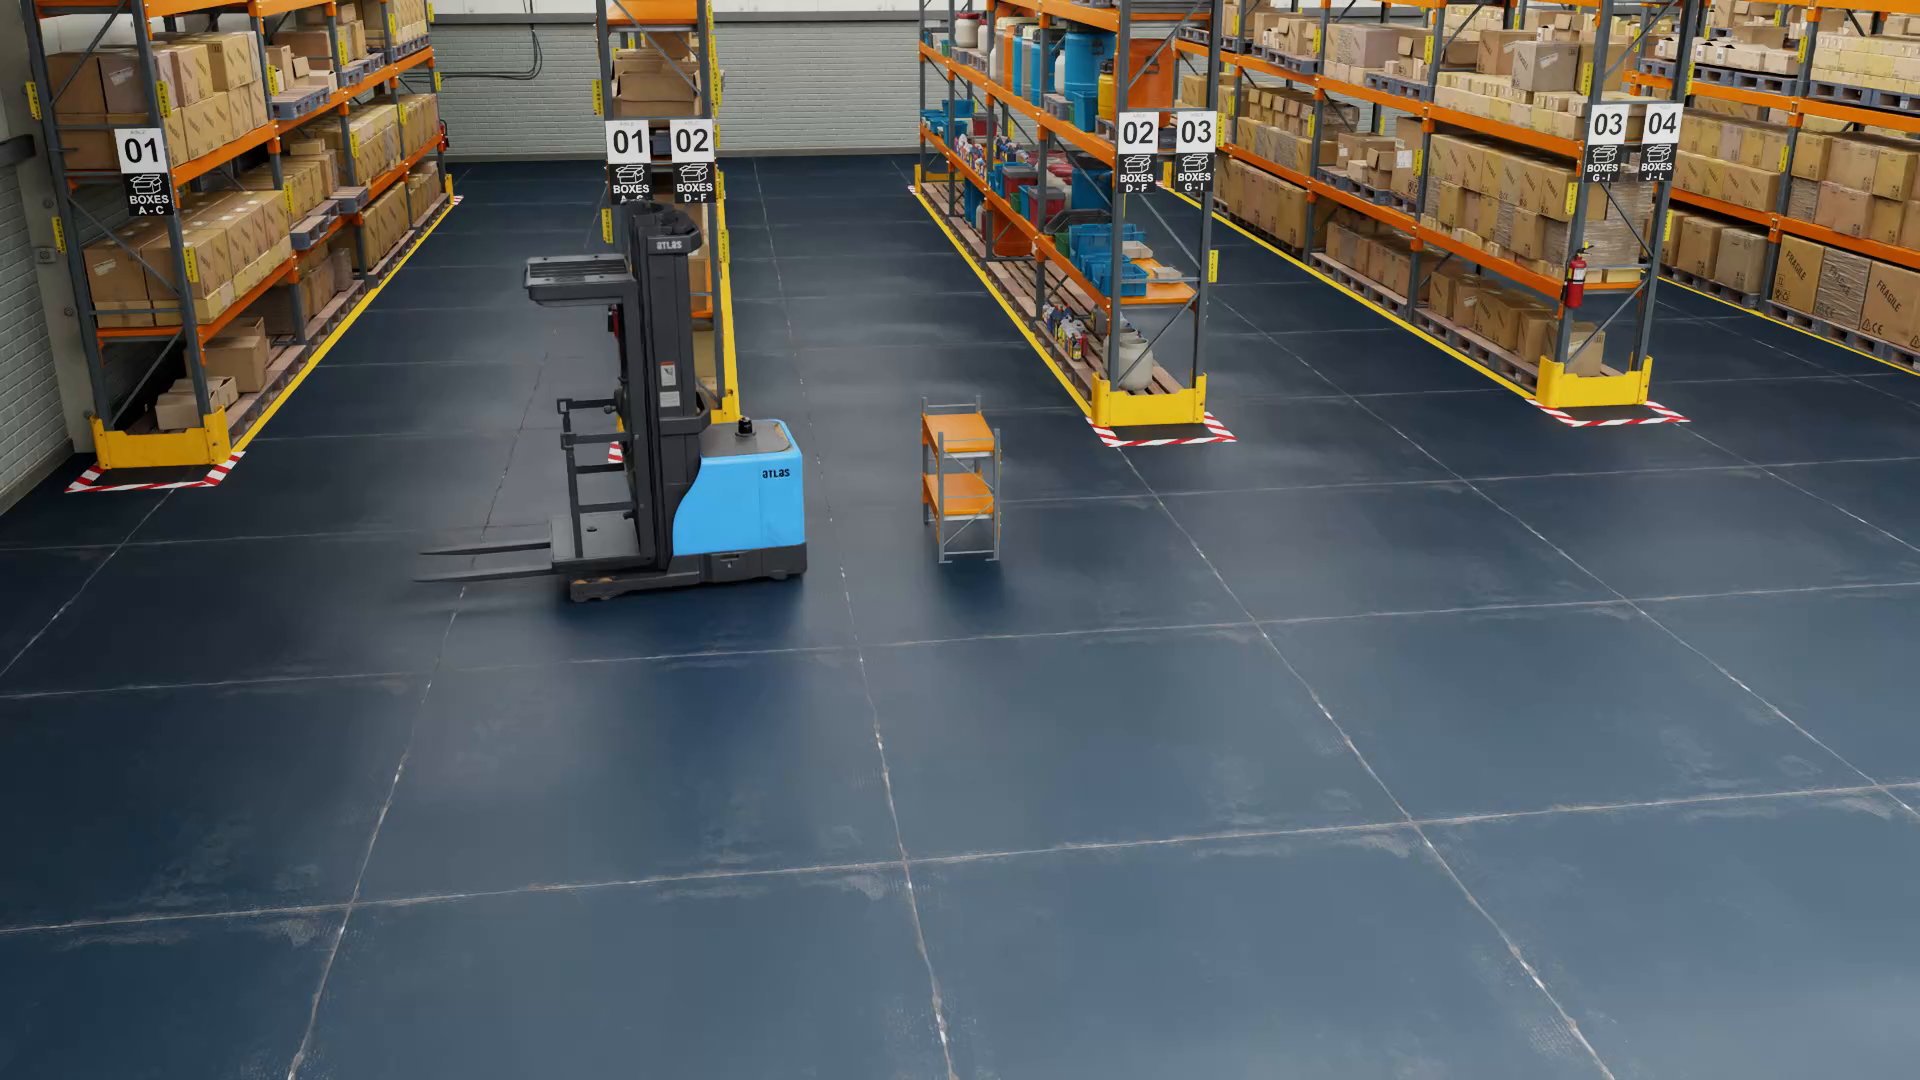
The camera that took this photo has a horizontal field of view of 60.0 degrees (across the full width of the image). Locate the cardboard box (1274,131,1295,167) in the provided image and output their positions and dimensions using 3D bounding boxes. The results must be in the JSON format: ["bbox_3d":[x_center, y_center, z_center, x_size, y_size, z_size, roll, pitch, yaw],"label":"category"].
[{"bbox_3d":[5.330,-6.227,26.458,0.500,0.500,0.500,-4,21,-10],"label":"cardboard box"}]

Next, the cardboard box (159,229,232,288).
[{"bbox_3d":[-7.594,-2.792,16.519,0.500,0.500,0.500,-3,21,-8],"label":"cardboard box"}]

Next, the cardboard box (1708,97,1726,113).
[{"bbox_3d":[14.534,-8.100,31.472,0.500,0.500,0.500,-3,21,-9],"label":"cardboard box"}]

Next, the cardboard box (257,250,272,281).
[{"bbox_3d":[-7.818,-2.979,18.090,0.500,0.250,0.500,-3,21,-8],"label":"cardboard box"}]

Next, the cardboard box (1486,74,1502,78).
[{"bbox_3d":[6.648,-5.611,20.309,0.380,0.149,0.250,-3,21,-7],"label":"cardboard box"}]

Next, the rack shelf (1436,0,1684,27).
[{"bbox_3d":[6.655,-6.064,18.622,1.077,0.370,4.000,-3,21,-8],"label":"rack shelf"}]

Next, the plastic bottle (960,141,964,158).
[{"bbox_3d":[0.045,-6.396,27.238,0.097,0.271,0.097,0,20,0],"label":"plastic bottle"}]

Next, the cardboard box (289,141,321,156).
[{"bbox_3d":[-8.774,-5.248,22.281,0.380,0.149,0.250,-6,21,-17],"label":"cardboard box"}]

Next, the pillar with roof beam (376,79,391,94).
[{"bbox_3d":[-7.053,-11.608,32.435,9.100,9.000,0.400,-3,21,-8],"label":"pillar with roof beam"}]

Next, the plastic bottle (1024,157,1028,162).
[{"bbox_3d":[1.030,-5.724,25.438,0.097,0.271,0.097,0,20,0],"label":"plastic bottle"}]

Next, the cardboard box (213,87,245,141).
[{"bbox_3d":[-7.843,-4.468,17.433,0.500,0.500,0.500,-4,21,-10],"label":"cardboard box"}]

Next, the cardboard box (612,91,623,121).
[{"bbox_3d":[-3.287,-4.384,16.793,0.500,0.250,0.500,-3,21,-8],"label":"cardboard box"}]

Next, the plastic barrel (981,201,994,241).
[{"bbox_3d":[0.639,-5.046,26.285,0.600,0.588,0.708,-3,21,-8],"label":"plastic barrel"}]

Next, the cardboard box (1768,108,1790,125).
[{"bbox_3d":[14.805,-7.551,29.647,0.500,0.250,0.500,-4,21,-9],"label":"cardboard box"}]

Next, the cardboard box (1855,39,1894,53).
[{"bbox_3d":[11.117,-5.997,20.175,0.380,0.149,0.250,-3,21,-9],"label":"cardboard box"}]

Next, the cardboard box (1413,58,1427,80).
[{"bbox_3d":[6.132,-6.144,21.683,0.396,0.266,0.258,-2,21,-6],"label":"cardboard box"}]

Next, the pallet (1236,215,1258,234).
[{"bbox_3d":[5.400,-5.484,28.598,1.003,0.211,1.213,-3,21,-8],"label":"pallet"}]

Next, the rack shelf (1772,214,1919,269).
[{"bbox_3d":[11.578,-3.470,20.248,1.077,0.370,4.000,-3,21,-8],"label":"rack shelf"}]

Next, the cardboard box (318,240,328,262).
[{"bbox_3d":[-8.739,-3.859,22.133,0.500,0.250,0.500,-3,21,-7],"label":"cardboard box"}]

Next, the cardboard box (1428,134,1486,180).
[{"bbox_3d":[6.180,-4.770,20.704,0.500,0.500,0.500,-3,21,-8],"label":"cardboard box"}]

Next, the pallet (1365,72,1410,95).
[{"bbox_3d":[6.231,-6.179,22.455,1.213,0.211,1.003,-3,21,-8],"label":"pallet"}]

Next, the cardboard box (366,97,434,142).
[{"bbox_3d":[-9.868,-7.403,29.320,0.980,0.700,0.700,-3,21,-8],"label":"cardboard box"}]

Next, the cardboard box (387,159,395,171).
[{"bbox_3d":[-9.013,-5.827,25.860,0.380,0.149,0.250,-3,21,-8],"label":"cardboard box"}]

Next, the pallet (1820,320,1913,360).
[{"bbox_3d":[11.501,-2.502,20.615,1.003,0.211,1.213,-3,21,-8],"label":"pallet"}]

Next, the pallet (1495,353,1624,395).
[{"bbox_3d":[6.851,-1.902,19.008,1.003,0.211,1.213,-3,21,-8],"label":"pallet"}]

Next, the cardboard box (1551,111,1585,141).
[{"bbox_3d":[6.623,-4.388,17.606,0.500,0.250,0.500,-2,21,-6],"label":"cardboard box"}]

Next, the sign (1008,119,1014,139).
[{"bbox_3d":[0.857,-6.961,28.171,0.100,0.325,0.005,-3,21,-8],"label":"sign"}]

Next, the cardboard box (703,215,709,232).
[{"bbox_3d":[-2.924,-3.431,18.044,0.380,0.149,0.250,-3,21,-7],"label":"cardboard box"}]

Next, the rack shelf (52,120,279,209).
[{"bbox_3d":[-8.050,-3.910,17.140,1.077,0.370,4.000,-3,21,-8],"label":"rack shelf"}]

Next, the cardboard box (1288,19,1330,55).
[{"bbox_3d":[5.420,-7.820,25.836,0.500,0.500,0.500,-2,21,-5],"label":"cardboard box"}]

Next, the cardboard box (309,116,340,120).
[{"bbox_3d":[-9.452,-6.144,24.711,0.500,0.250,0.500,-3,21,-9],"label":"cardboard box"}]

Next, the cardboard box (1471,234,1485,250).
[{"bbox_3d":[6.330,-3.558,19.815,0.380,0.149,0.250,-3,21,-8],"label":"cardboard box"}]

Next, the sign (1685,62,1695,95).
[{"bbox_3d":[7.481,-4.741,17.087,0.100,0.325,0.005,-3,21,-8],"label":"sign"}]

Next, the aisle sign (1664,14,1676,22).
[{"bbox_3d":[14.146,-10.167,33.435,0.394,0.787,0.004,-3,21,-8],"label":"aisle sign"}]

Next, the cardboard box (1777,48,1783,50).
[{"bbox_3d":[11.230,-6.744,23.147,0.396,0.266,0.258,-3,21,-8],"label":"cardboard box"}]

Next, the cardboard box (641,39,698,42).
[{"bbox_3d":[-4.258,-7.129,24.586,0.910,0.500,0.500,-3,21,-8],"label":"cardboard box"}]

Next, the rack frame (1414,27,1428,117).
[{"bbox_3d":[9.560,-8.654,33.100,1.000,3.000,0.127,-3,21,-8],"label":"rack frame"}]

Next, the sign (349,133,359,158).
[{"bbox_3d":[-8.379,-5.456,22.994,0.100,0.325,0.005,-3,21,-8],"label":"sign"}]

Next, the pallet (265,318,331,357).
[{"bbox_3d":[-8.451,-2.498,20.602,1.003,0.211,1.213,-3,21,-8],"label":"pallet"}]

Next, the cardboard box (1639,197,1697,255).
[{"bbox_3d":[10.712,-4.812,25.427,1.050,0.750,0.750,-3,21,-8],"label":"cardboard box"}]

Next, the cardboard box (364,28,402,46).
[{"bbox_3d":[-9.330,-8.136,26.896,0.500,0.250,0.500,-3,21,-8],"label":"cardboard box"}]

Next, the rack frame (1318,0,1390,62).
[{"bbox_3d":[5.790,-8.479,24.058,1.000,3.000,0.127,-3,21,-8],"label":"rack frame"}]

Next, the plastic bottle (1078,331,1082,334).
[{"bbox_3d":[1.400,-2.373,19.654,0.097,0.201,0.097,0,20,0],"label":"plastic bottle"}]

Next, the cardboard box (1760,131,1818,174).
[{"bbox_3d":[11.212,-5.186,22.243,0.700,0.500,0.500,-3,21,-9],"label":"cardboard box"}]

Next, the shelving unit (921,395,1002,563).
[{"bbox_3d":[-0.001,-0.529,14.026,0.538,1.125,1.048,-3,21,-8],"label":"shelving unit"}]

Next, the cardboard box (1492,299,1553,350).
[{"bbox_3d":[6.679,-2.565,19.769,0.500,0.500,0.500,-1,21,-3],"label":"cardboard box"}]

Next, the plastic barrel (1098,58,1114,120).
[{"bbox_3d":[1.752,-4.728,17.431,0.600,0.588,0.600,0,20,0],"label":"plastic barrel"}]

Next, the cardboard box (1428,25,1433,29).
[{"bbox_3d":[9.372,-9.821,32.151,0.500,0.250,0.500,-2,21,-6],"label":"cardboard box"}]

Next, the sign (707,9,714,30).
[{"bbox_3d":[-4.041,-8.417,26.875,0.100,0.325,0.005,-3,21,-8],"label":"sign"}]

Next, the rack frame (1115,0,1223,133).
[{"bbox_3d":[2.042,-5.460,15.973,1.000,3.000,0.127,-3,21,-8],"label":"rack frame"}]

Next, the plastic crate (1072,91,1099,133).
[{"bbox_3d":[1.470,-4.692,18.228,0.392,0.384,0.575,-3,21,-8],"label":"plastic crate"}]

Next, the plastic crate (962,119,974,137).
[{"bbox_3d":[0.275,-7.315,29.597,0.437,0.282,0.530,-3,21,-8],"label":"plastic crate"}]

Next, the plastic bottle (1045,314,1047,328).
[{"bbox_3d":[1.107,-2.727,20.600,0.097,0.201,0.097,0,20,0],"label":"plastic bottle"}]

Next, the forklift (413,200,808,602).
[{"bbox_3d":[-2.803,-1.095,12.958,3.031,2.935,1.130,-5,21,-13],"label":"forklift"}]

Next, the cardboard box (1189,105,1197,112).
[{"bbox_3d":[4.590,-7.974,31.069,0.500,0.250,0.500,-4,21,-10],"label":"cardboard box"}]

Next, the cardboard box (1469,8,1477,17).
[{"bbox_3d":[9.552,-9.653,30.417,0.380,0.149,0.250,-3,21,-9],"label":"cardboard box"}]
